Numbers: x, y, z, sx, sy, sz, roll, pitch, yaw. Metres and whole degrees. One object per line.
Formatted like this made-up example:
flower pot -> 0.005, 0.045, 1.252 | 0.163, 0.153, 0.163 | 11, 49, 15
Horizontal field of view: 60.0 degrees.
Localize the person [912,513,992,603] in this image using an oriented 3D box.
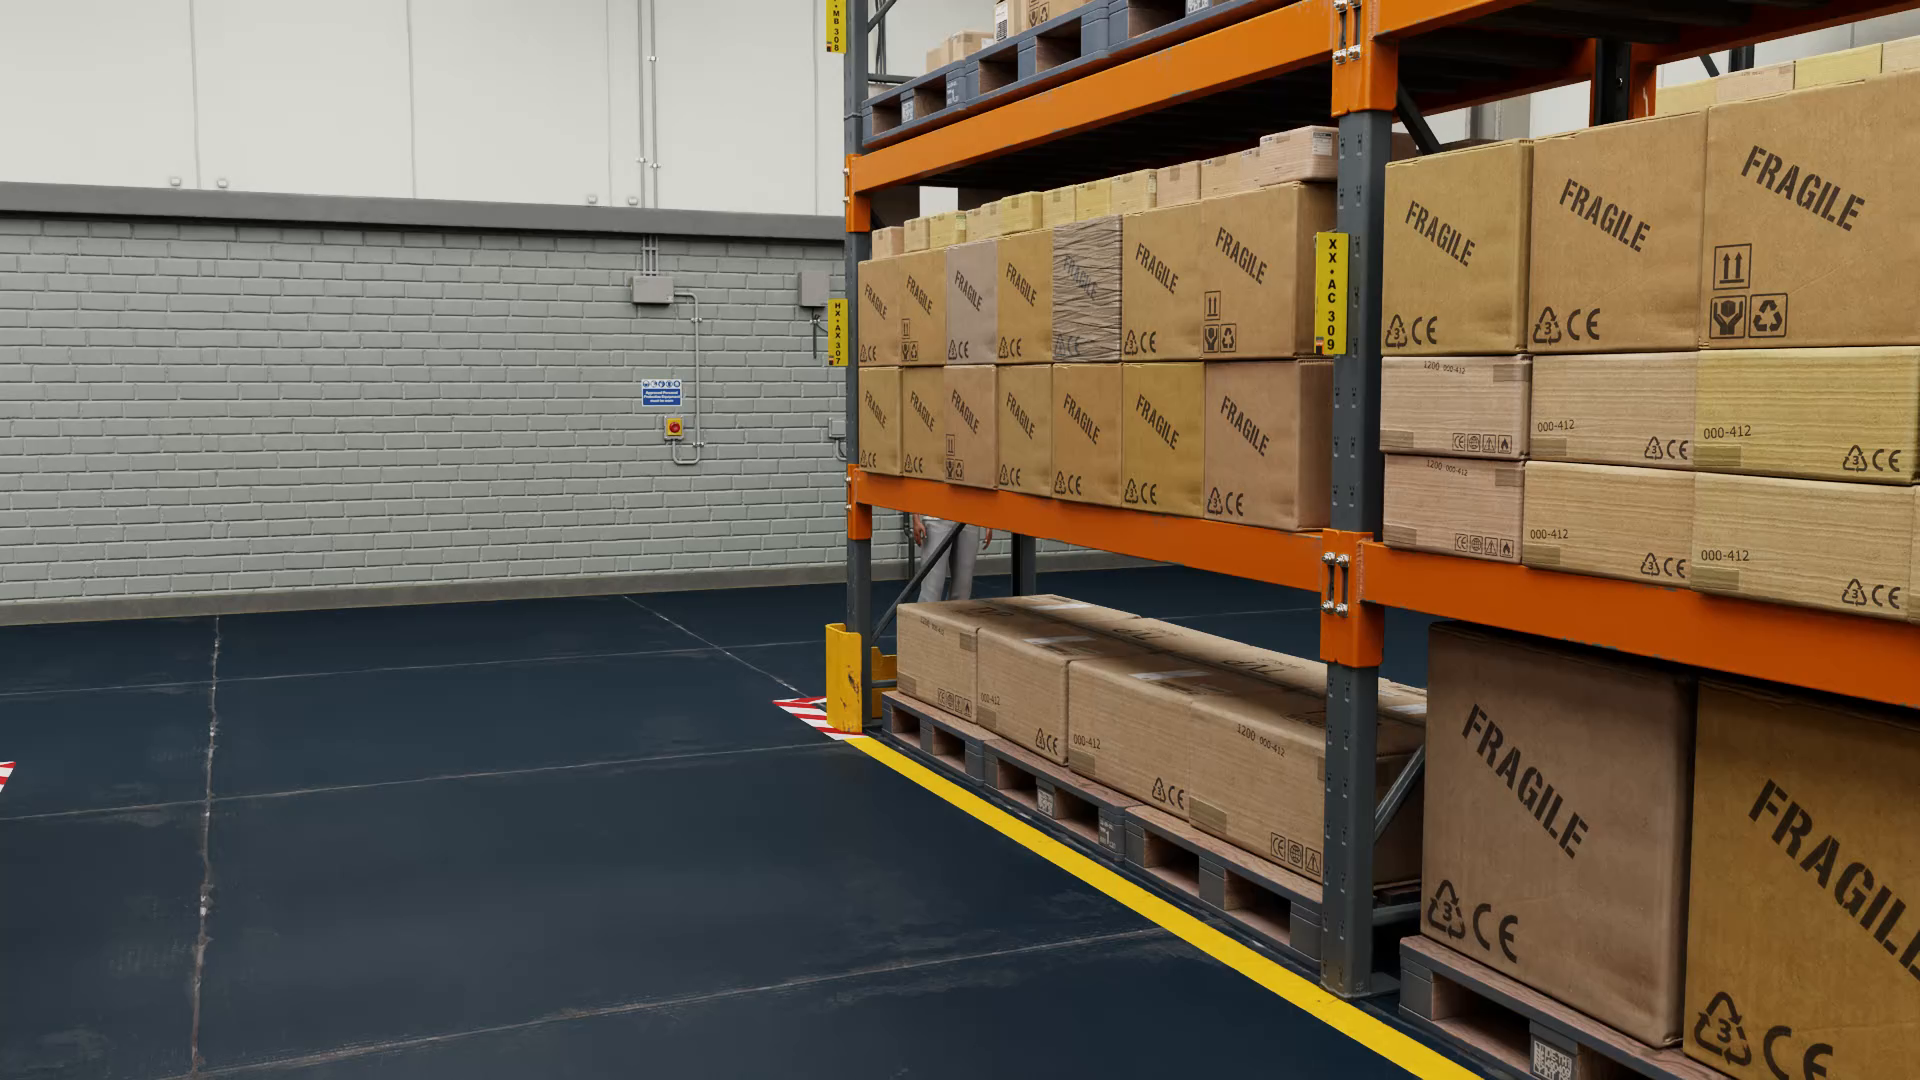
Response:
person -> -0.042, -0.092, 10.202 | 0.570, 1.695, 0.528 | -2, 6, -24
